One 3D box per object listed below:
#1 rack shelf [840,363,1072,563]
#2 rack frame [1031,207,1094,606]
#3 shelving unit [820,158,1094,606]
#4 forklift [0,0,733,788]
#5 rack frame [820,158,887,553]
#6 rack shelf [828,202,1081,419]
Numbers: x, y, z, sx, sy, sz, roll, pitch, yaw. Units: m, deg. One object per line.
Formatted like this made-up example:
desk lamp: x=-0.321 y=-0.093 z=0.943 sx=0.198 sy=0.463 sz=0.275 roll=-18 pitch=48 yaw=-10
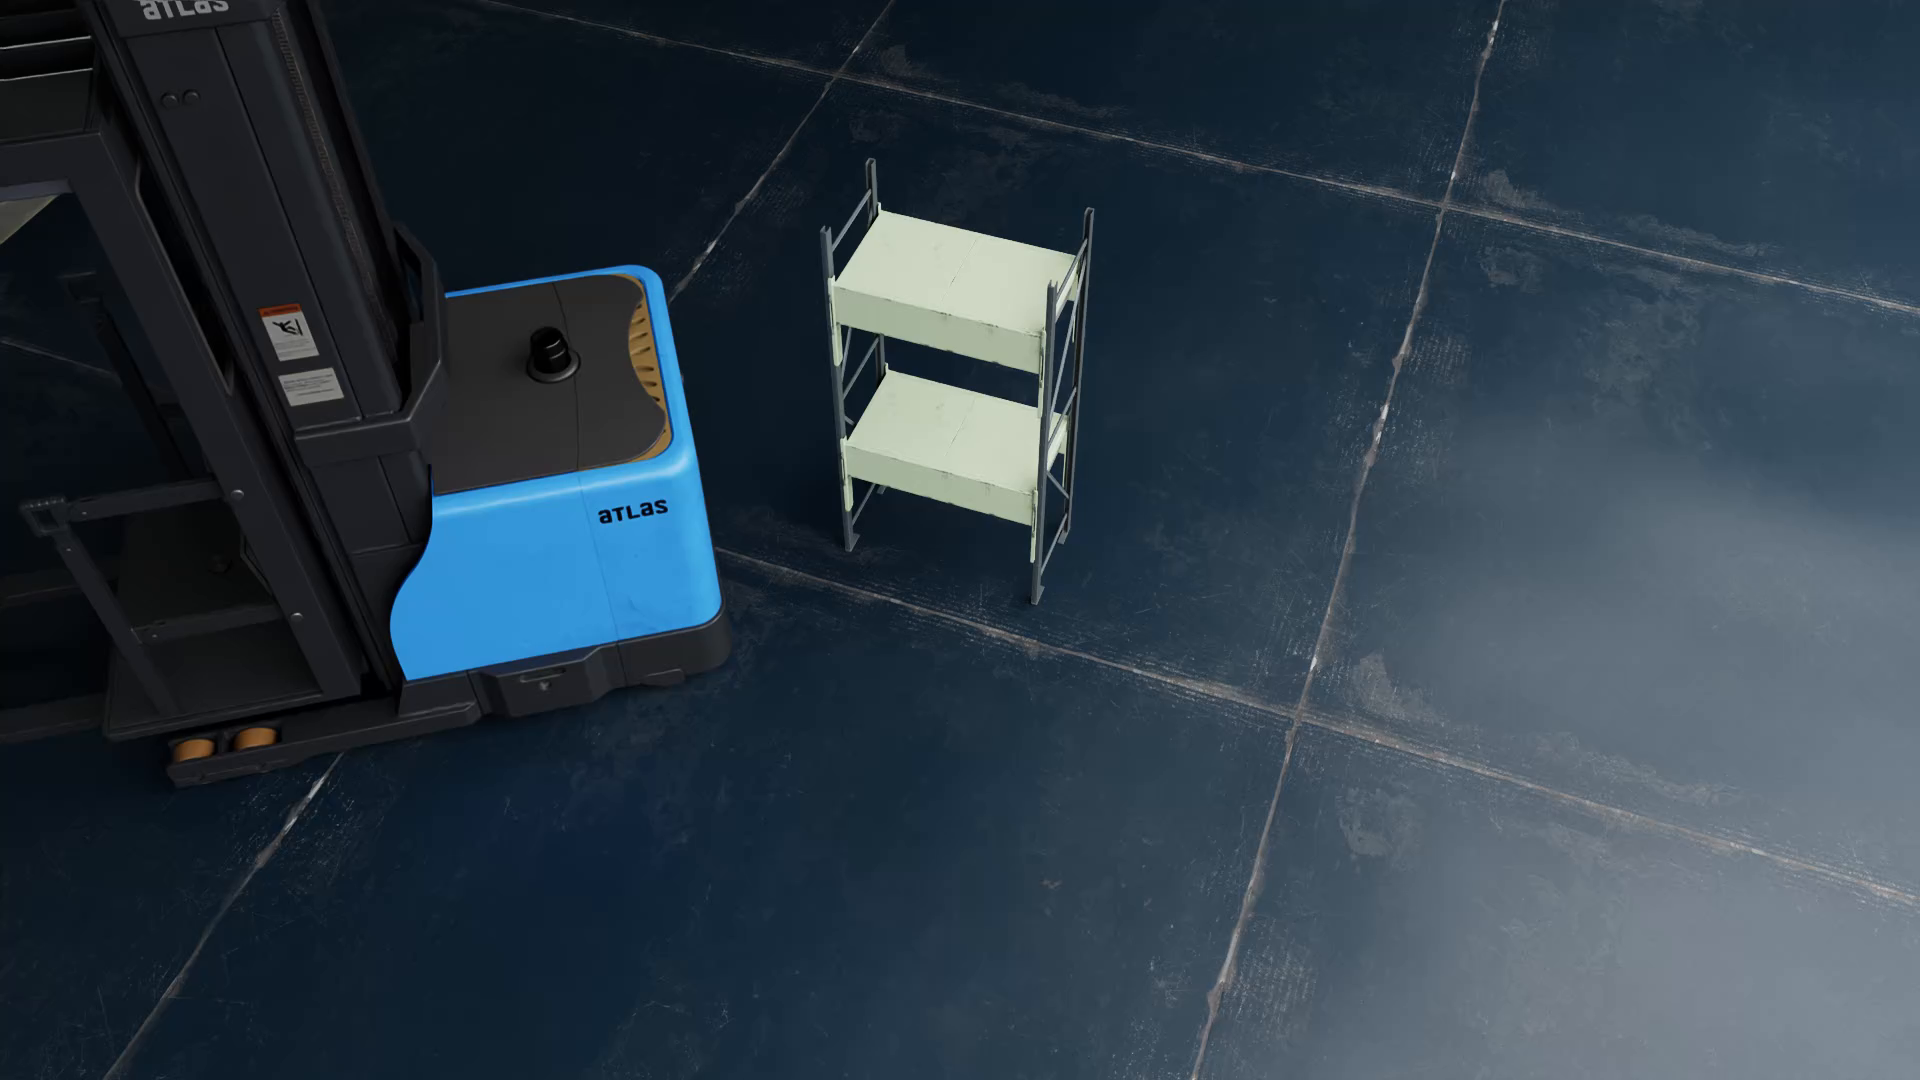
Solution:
rack shelf: x=-0.006 y=-0.279 z=5.931 sx=0.720 sy=0.370 sz=0.431 roll=16 pitch=51 yaw=13
rack frame: x=0.337 y=-0.397 z=5.602 sx=0.023 sy=1.500 sz=0.400 roll=16 pitch=51 yaw=13
shelving unit: x=-0.006 y=-0.493 z=5.685 sx=0.755 sy=1.500 sz=0.431 roll=16 pitch=51 yaw=13
forklift: x=-2.372 y=-0.588 z=4.820 sx=3.031 sy=2.935 sz=1.130 roll=-11 pitch=50 yaw=-9
rack frame: x=-0.350 y=-0.589 z=5.768 sx=0.023 sy=1.500 sz=0.400 roll=16 pitch=51 yaw=13
rack shelf: x=-0.006 y=-0.749 z=5.390 sx=0.720 sy=0.370 sz=0.431 roll=16 pitch=51 yaw=13
